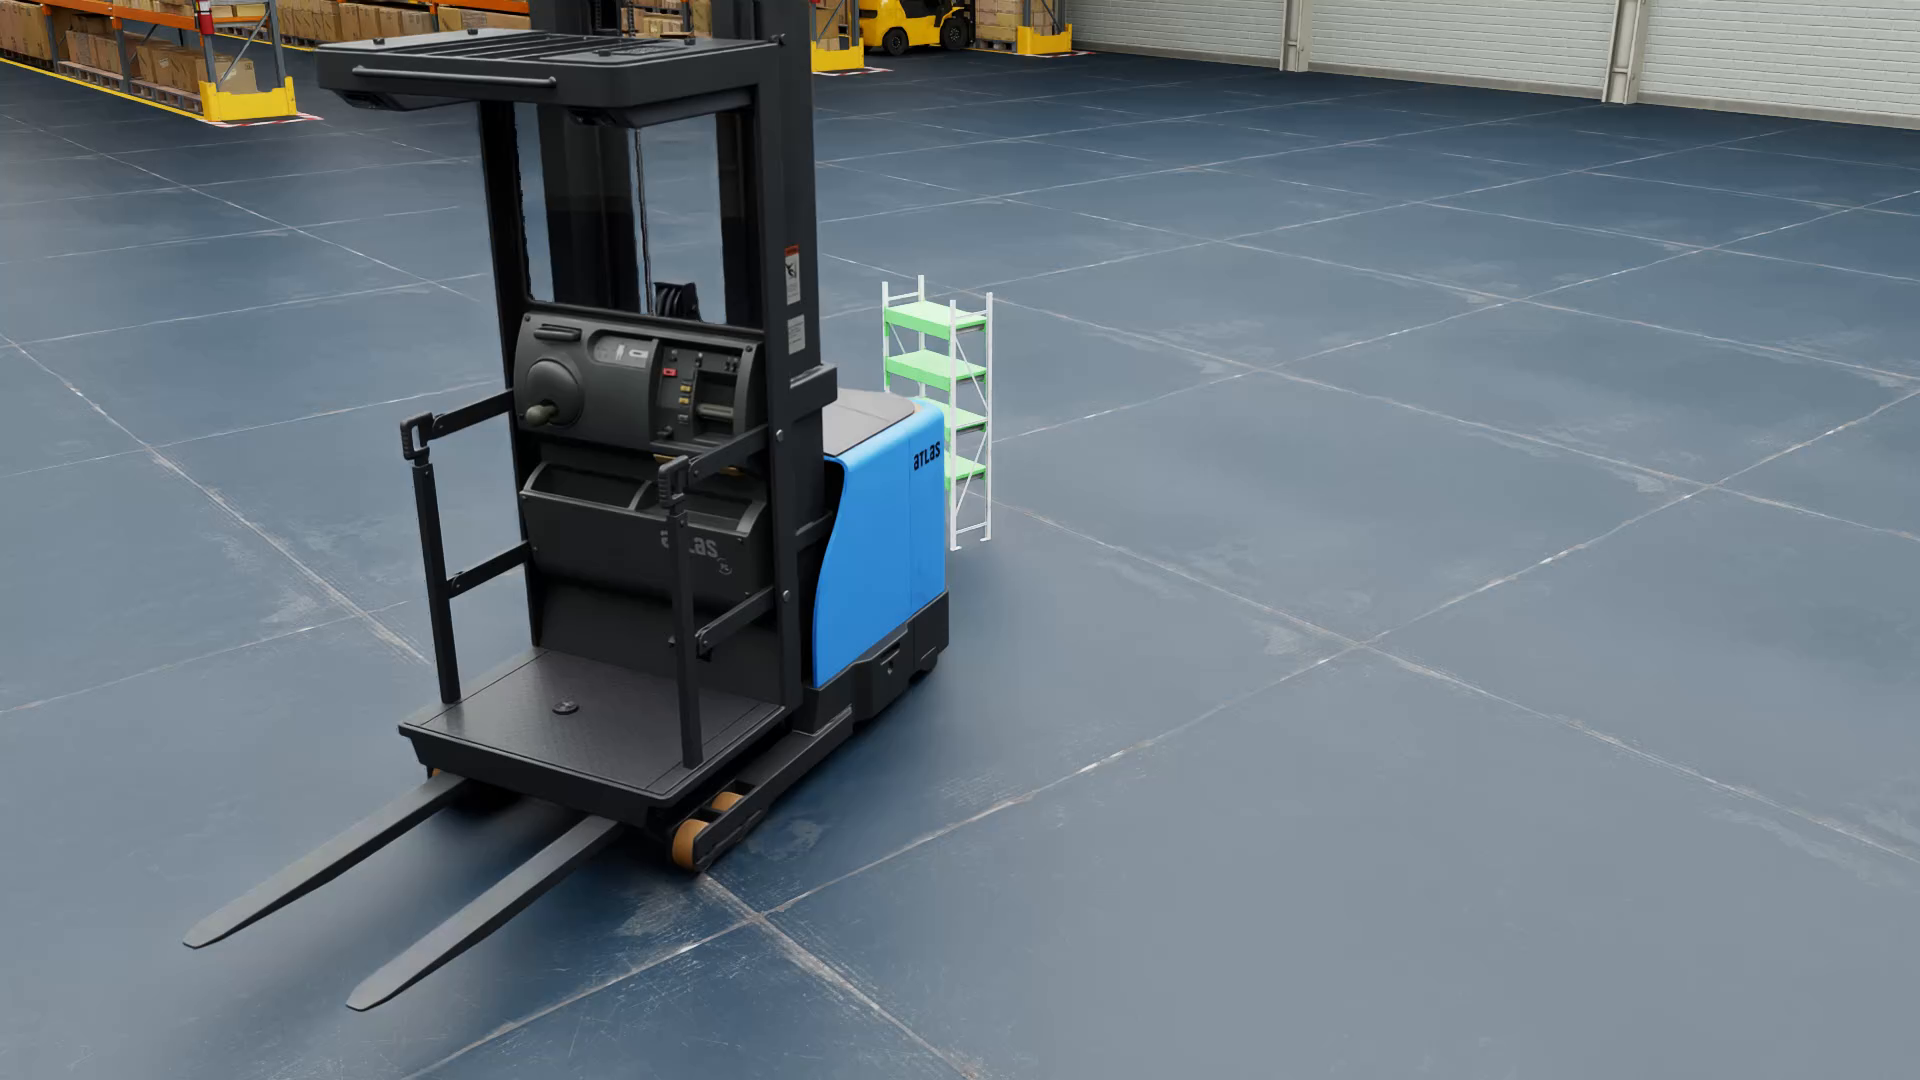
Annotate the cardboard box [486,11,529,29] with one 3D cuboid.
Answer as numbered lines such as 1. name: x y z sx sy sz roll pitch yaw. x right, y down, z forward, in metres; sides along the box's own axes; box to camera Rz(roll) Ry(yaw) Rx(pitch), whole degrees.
1. cardboard box: -6.912 -7.952 26.512 0.875 0.875 0.875 -18 28 -38

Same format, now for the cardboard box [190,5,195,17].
1. cardboard box: -10.172 -7.161 22.498 0.380 0.149 0.250 -17 27 -37

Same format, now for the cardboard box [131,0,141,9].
1. cardboard box: -11.725 -7.756 24.017 0.380 0.149 0.250 -17 27 -37

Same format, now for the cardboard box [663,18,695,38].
1. cardboard box: -5.114 -9.760 31.816 0.950 0.372 0.625 -17 27 -37

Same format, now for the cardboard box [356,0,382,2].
1. cardboard box: -11.332 -10.171 31.663 0.500 0.250 0.500 -19 28 -40

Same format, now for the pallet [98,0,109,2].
1. pallet: -12.666 -8.441 25.684 1.003 0.211 1.213 -17 27 -37

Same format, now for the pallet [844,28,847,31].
1. pallet: -3.115 -11.396 36.790 1.003 0.211 1.213 -17 27 -37

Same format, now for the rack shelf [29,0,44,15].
1. rack shelf: -16.194 -9.607 29.385 1.077 0.370 4.000 -17 27 -37

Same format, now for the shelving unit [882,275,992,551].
1. shelving unit: -0.108 -0.604 7.882 0.258 1.200 0.503 -17 27 -37

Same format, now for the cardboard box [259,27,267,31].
1. cardboard box: -14.190 -10.543 34.121 0.380 0.149 0.250 -17 27 -37

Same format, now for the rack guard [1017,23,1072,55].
1. rack guard: 1.615 -9.550 31.682 1.175 0.500 0.348 -17 27 -37

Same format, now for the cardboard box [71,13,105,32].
1. cardboard box: -14.428 -8.601 27.628 0.500 0.250 0.500 -16 27 -35

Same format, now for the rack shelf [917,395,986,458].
1. rack shelf: -0.108 -0.545 7.905 0.258 0.148 0.480 -17 27 -37

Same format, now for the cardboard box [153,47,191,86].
1. cardboard box: -11.667 -7.039 24.695 0.500 0.500 0.500 -9 23 -21

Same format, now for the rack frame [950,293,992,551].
1. rack frame: 0.051 -0.537 7.710 0.240 1.200 0.015 -17 27 -37

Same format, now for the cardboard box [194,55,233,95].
1. cardboard box: -10.478 -6.544 23.431 0.500 0.500 0.500 -10 23 -24

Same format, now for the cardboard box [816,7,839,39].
1. cardboard box: -2.492 -9.098 29.265 0.500 0.500 0.500 -19 28 -39

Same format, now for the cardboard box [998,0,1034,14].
1. cardboard box: 1.062 -10.155 31.621 0.500 0.250 0.500 -16 27 -36

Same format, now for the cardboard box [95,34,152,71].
1. cardboard box: -13.325 -7.791 26.586 0.500 0.500 0.700 20 29 41

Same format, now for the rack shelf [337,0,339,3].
1. rack shelf: -12.371 -10.760 32.329 1.077 0.370 4.000 -17 27 -37

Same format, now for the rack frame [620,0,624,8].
1. rack frame: -7.381 -11.748 33.866 1.000 3.000 0.127 -17 27 -37

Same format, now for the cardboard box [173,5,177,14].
1. cardboard box: -10.657 -7.369 23.030 0.380 0.149 0.250 -17 27 -37

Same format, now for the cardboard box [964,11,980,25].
1. cardboard box: 0.372 -10.208 32.442 0.500 0.250 0.500 -18 28 -39

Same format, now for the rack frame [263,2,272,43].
1. rack frame: -13.676 -11.647 33.608 1.000 3.000 0.127 -17 27 -37

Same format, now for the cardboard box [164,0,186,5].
1. cardboard box: -10.422 -7.632 22.812 0.875 0.500 0.500 -17 27 -37

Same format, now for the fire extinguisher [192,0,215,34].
1. fire extinguisher: -9.941 -7.002 21.853 0.296 0.674 0.183 -17 27 -37

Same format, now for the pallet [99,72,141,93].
1. pallet: -12.787 -7.200 26.078 1.003 0.211 1.213 -17 27 -37

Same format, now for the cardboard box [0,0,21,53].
1. cardboard box: -16.483 -9.282 29.907 1.225 0.875 0.875 -19 28 -39

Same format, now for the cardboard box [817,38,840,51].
1. cardboard box: -2.476 -8.742 29.385 0.500 0.250 0.500 -18 28 -38

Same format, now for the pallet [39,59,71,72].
1. pallet: -15.346 -8.327 28.954 1.003 0.211 1.213 -17 27 -37

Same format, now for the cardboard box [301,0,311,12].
1. cardboard box: -12.368 -10.330 32.070 0.500 0.250 0.500 -17 27 -36

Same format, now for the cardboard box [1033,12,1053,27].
1. cardboard box: 1.449 -10.048 32.034 0.500 0.250 0.500 -17 27 -36

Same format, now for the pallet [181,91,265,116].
1. pallet: -10.220 -6.134 23.357 1.003 0.211 1.213 -17 27 -37

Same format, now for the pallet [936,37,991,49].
1. pallet: 0.276 -9.961 33.125 1.003 0.211 1.213 -17 27 -37

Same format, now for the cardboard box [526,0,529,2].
1. cardboard box: -6.120 -8.493 25.350 0.875 0.550 0.550 -17 27 -37

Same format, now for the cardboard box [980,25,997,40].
1. cardboard box: 0.736 -9.830 32.164 0.500 0.250 0.500 -17 27 -37

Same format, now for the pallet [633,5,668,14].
1. pallet: -7.482 -13.265 41.562 1.003 0.211 1.213 -17 27 -37

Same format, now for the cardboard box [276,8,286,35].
1. cardboard box: -13.395 -10.412 33.305 0.500 0.500 0.500 -16 27 -35

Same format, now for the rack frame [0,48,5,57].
1. rack frame: -17.500 -10.494 30.665 1.000 3.000 0.127 -17 27 -37

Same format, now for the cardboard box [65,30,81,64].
1. cardboard box: -14.436 -8.250 27.758 0.700 0.500 0.500 -19 28 -40

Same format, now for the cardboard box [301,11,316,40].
1. cardboard box: -12.386 -9.980 32.203 0.500 0.500 0.500 -19 28 -40

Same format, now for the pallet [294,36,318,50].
1. pallet: -12.366 -9.797 32.707 1.003 0.211 1.213 -17 27 -37

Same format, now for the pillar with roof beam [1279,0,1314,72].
1. pillar with roof beam: 2.482 -11.239 24.339 9.100 9.000 0.400 -17 27 -37

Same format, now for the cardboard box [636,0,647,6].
1. cardboard box: -7.720 -13.566 41.359 0.500 0.500 0.500 -17 27 -36

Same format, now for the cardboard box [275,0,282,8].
1. cardboard box: -13.394 -10.761 33.169 0.500 0.250 0.500 -19 28 -40

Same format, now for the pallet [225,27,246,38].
1. pallet: -14.942 -10.863 35.430 1.003 0.211 1.213 -17 27 -37

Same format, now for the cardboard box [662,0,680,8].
1. cardboard box: -7.053 -13.141 40.596 0.396 0.266 0.258 -16 27 -36

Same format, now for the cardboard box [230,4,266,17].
1. cardboard box: -9.672 -7.197 22.592 0.380 0.149 0.250 -17 27 -37

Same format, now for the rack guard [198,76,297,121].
1. rack guard: -9.716 -6.036 22.709 1.175 0.500 0.348 -17 27 -37

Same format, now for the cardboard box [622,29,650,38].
1. cardboard box: -5.840 -8.578 29.009 0.797 0.637 0.503 -17 27 -37

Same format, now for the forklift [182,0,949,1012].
1. forklift: -1.158 -0.493 5.224 1.130 2.935 3.031 10 24 25

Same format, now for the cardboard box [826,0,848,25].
1. cardboard box: -2.354 -11.481 35.863 0.875 0.625 0.625 -19 28 -40

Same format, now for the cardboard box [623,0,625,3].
1. cardboard box: -8.518 -13.983 42.419 0.797 0.503 0.637 -19 28 -39

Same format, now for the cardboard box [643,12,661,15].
1. cardboard box: -6.532 -10.360 33.349 0.950 0.372 0.625 -18 28 -38

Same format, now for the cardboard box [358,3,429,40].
1. cardboard box: -10.162 -9.260 30.021 1.050 0.750 0.750 -17 27 -37

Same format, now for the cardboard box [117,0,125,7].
1. cardboard box: -12.212 -7.964 24.549 0.380 0.149 0.250 -17 27 -37
